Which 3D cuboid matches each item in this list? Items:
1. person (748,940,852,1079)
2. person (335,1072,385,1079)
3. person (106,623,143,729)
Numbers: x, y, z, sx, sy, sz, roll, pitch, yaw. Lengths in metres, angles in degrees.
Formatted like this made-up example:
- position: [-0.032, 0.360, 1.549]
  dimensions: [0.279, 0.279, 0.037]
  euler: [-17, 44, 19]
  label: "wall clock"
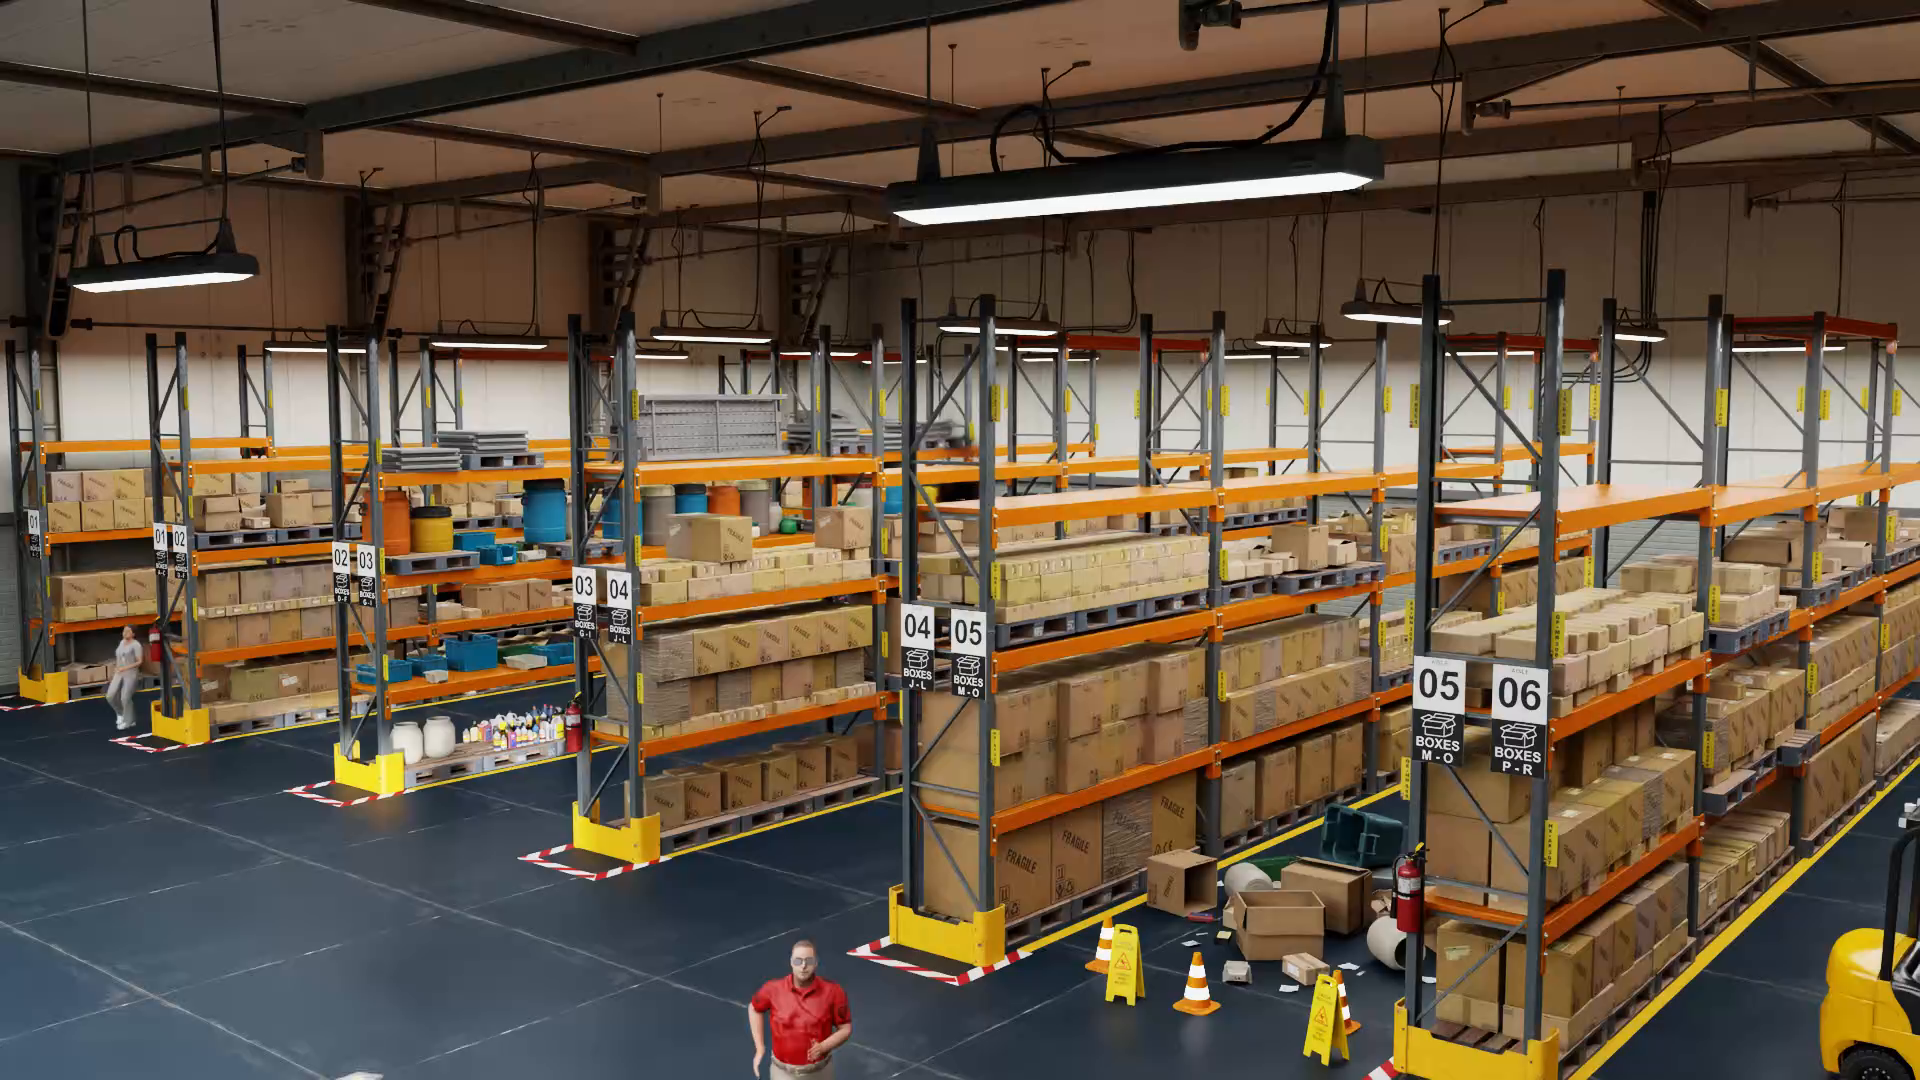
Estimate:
- position: [-0.991, 3.381, 10.420]
  dimensions: [0.637, 1.738, 0.702]
  euler: [-1, 5, -10]
  label: "person"
- position: [-3.000, 3.529, 8.361]
  dimensions: [0.634, 1.836, 0.893]
  euler: [-2, 5, -18]
  label: "person"
- position: [-12.701, 2.083, 25.340]
  dimensions: [0.573, 1.644, 0.532]
  euler: [1, 5, 14]
  label: "person"
